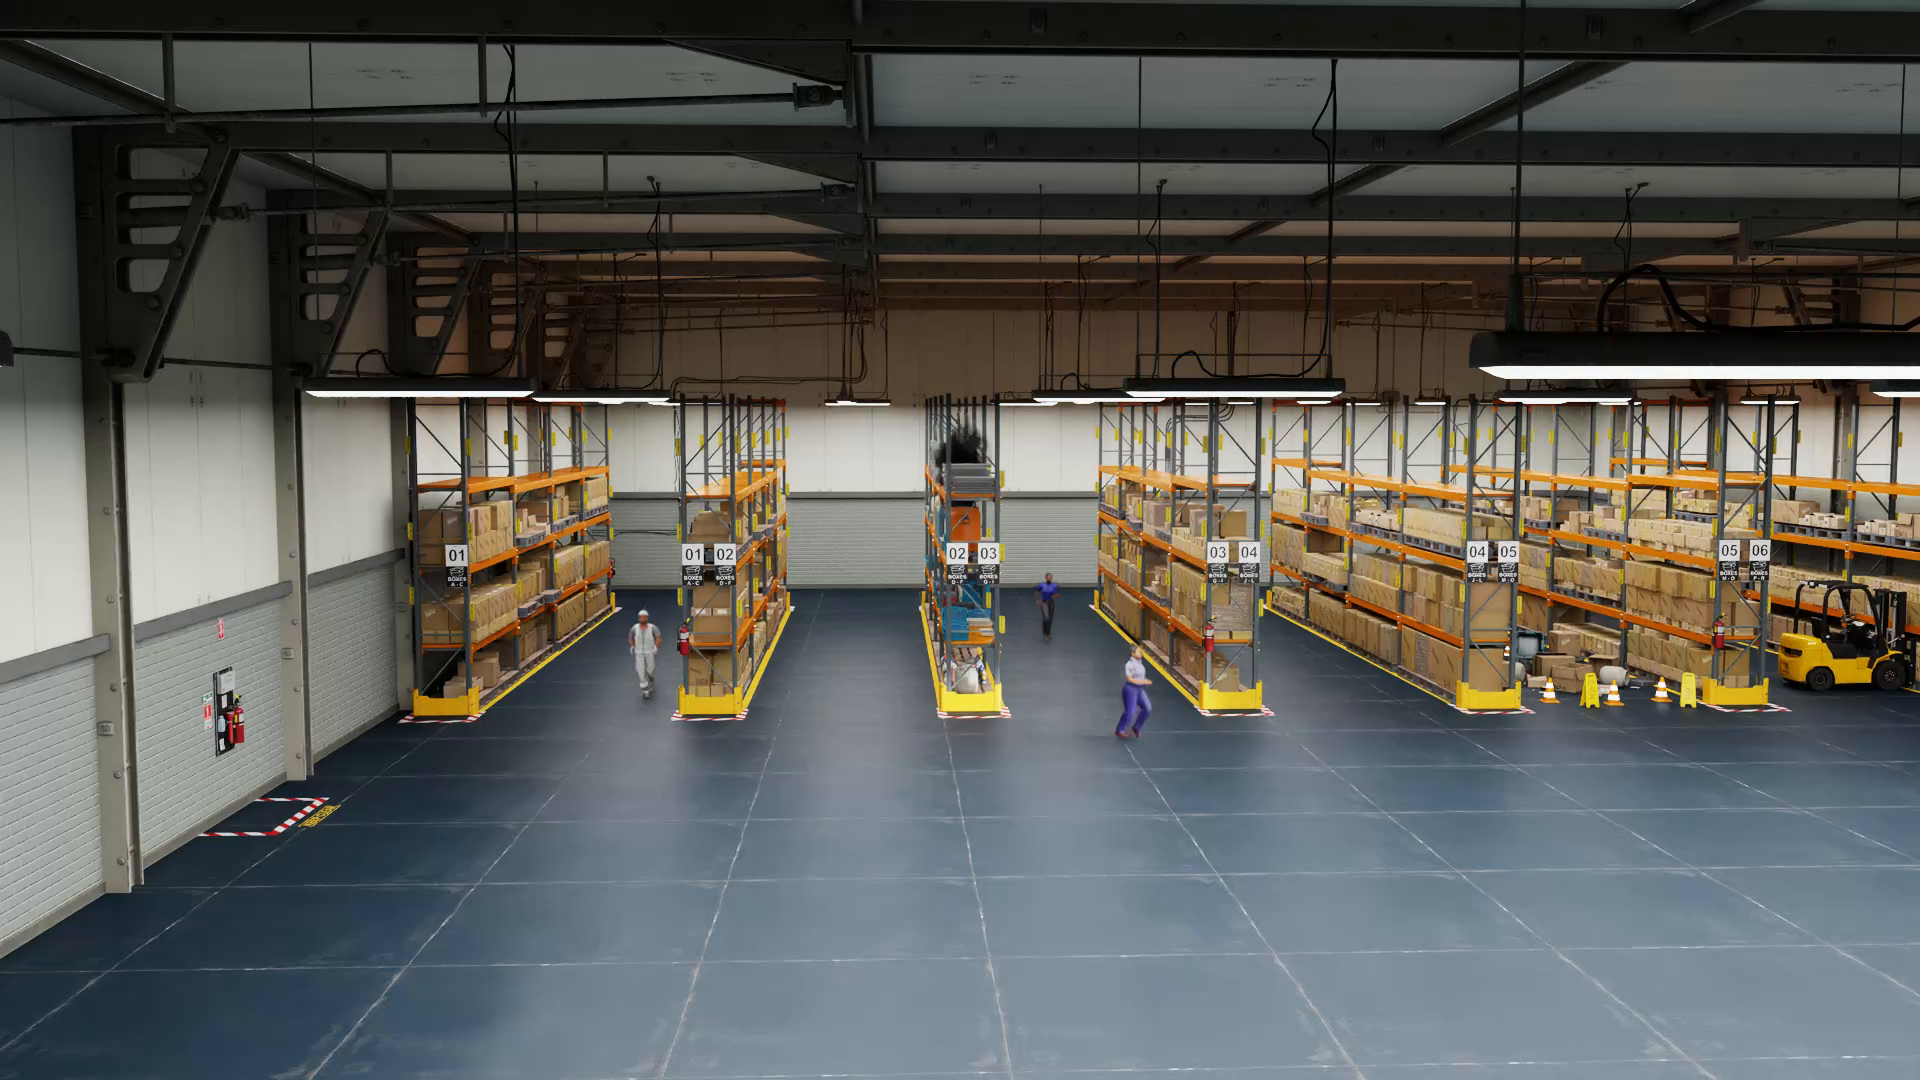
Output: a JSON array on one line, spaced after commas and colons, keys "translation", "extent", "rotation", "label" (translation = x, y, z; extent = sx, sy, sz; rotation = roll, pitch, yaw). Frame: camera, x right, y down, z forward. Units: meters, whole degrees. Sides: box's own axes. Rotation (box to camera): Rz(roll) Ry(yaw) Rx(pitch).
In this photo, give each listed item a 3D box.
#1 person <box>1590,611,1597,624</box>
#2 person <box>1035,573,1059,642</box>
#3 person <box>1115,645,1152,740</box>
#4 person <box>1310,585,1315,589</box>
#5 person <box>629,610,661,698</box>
[{"translation": [15.943, 1.544, 42.133], "extent": [0.646, 1.692, 0.610], "rotation": [-1, 5, -7], "label": "person"}, {"translation": [2.169, 1.661, 41.063], "extent": [0.538, 1.712, 0.828], "rotation": [-1, 5, -11], "label": "person"}, {"translation": [3.028, 2.647, 28.718], "extent": [0.691, 1.673, 0.619], "rotation": [3, 5, 32], "label": "person"}, {"translation": [10.628, 0.989, 49.105], "extent": [0.818, 1.738, 0.590], "rotation": [0, 5, -6], "label": "person"}, {"translation": [-6.231, 2.255, 32.859], "extent": [0.636, 1.741, 0.586], "rotation": [0, 5, -4], "label": "person"}]
